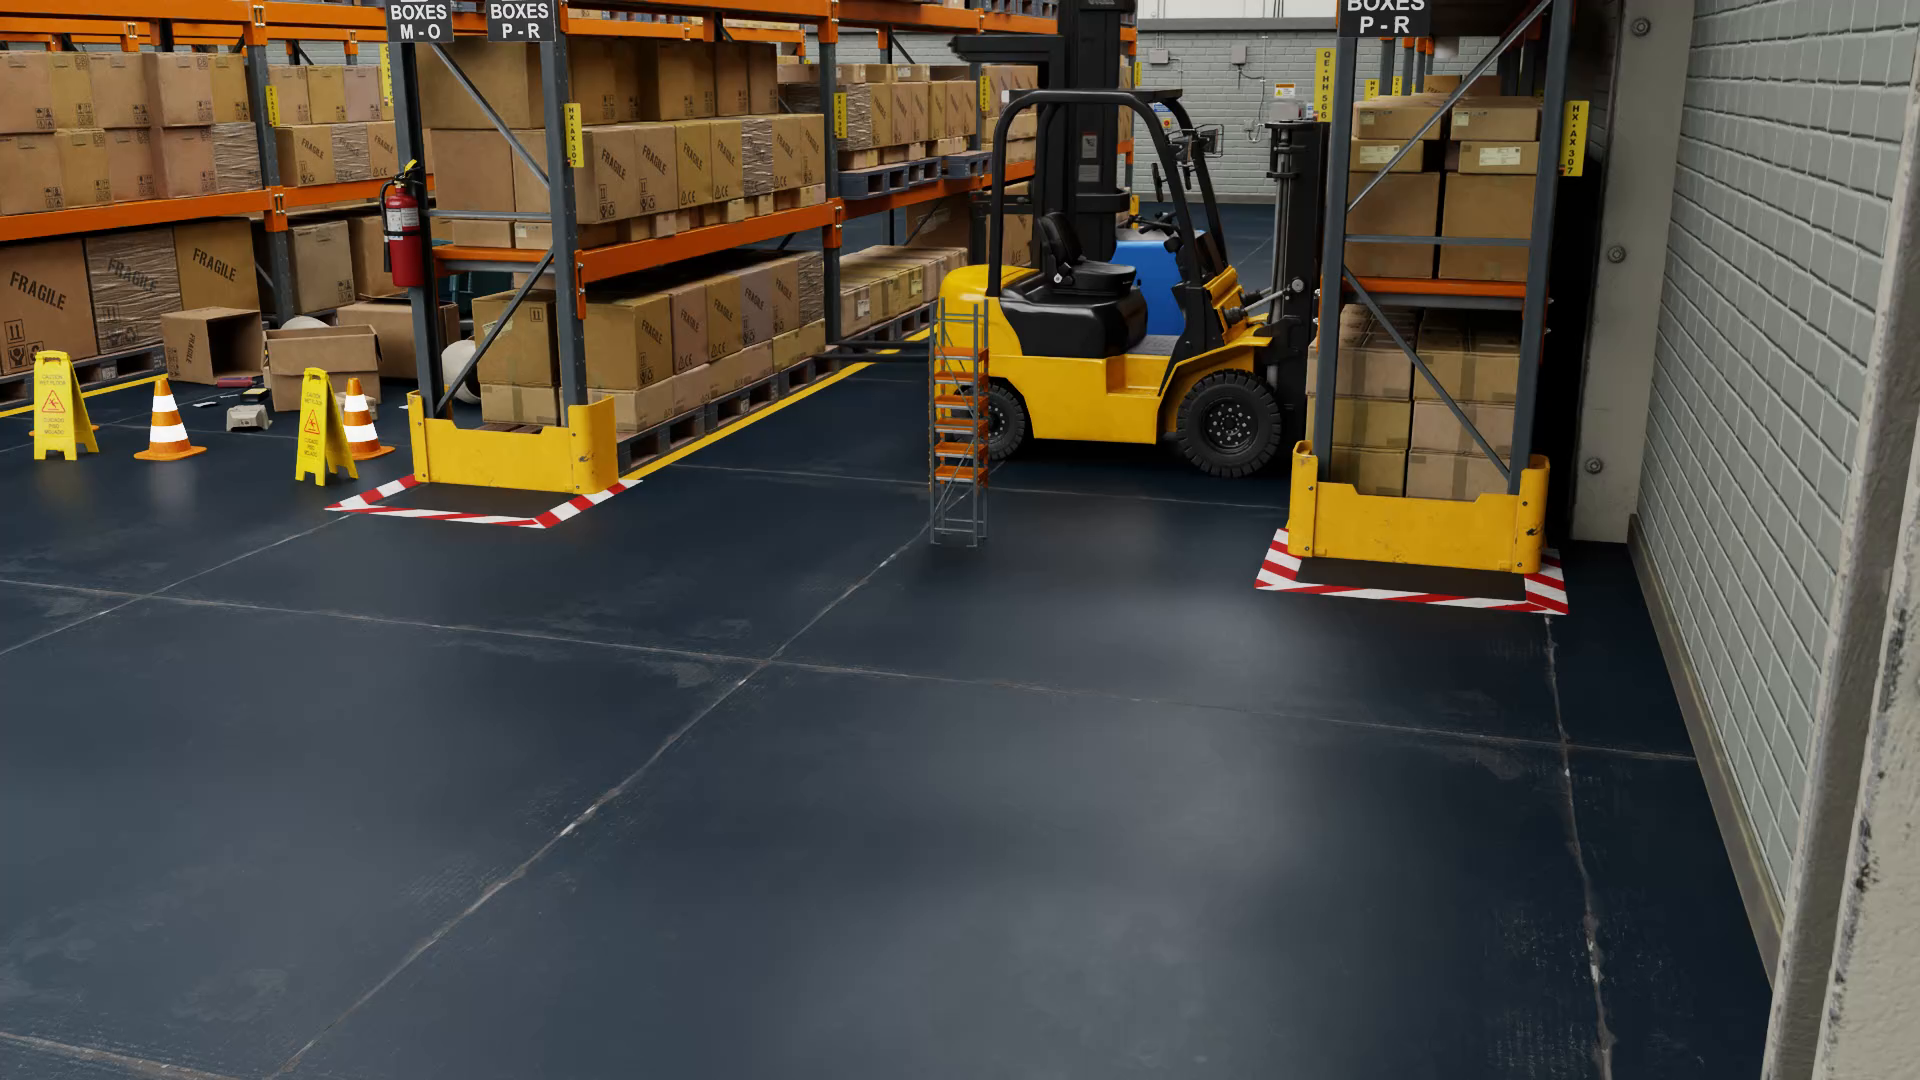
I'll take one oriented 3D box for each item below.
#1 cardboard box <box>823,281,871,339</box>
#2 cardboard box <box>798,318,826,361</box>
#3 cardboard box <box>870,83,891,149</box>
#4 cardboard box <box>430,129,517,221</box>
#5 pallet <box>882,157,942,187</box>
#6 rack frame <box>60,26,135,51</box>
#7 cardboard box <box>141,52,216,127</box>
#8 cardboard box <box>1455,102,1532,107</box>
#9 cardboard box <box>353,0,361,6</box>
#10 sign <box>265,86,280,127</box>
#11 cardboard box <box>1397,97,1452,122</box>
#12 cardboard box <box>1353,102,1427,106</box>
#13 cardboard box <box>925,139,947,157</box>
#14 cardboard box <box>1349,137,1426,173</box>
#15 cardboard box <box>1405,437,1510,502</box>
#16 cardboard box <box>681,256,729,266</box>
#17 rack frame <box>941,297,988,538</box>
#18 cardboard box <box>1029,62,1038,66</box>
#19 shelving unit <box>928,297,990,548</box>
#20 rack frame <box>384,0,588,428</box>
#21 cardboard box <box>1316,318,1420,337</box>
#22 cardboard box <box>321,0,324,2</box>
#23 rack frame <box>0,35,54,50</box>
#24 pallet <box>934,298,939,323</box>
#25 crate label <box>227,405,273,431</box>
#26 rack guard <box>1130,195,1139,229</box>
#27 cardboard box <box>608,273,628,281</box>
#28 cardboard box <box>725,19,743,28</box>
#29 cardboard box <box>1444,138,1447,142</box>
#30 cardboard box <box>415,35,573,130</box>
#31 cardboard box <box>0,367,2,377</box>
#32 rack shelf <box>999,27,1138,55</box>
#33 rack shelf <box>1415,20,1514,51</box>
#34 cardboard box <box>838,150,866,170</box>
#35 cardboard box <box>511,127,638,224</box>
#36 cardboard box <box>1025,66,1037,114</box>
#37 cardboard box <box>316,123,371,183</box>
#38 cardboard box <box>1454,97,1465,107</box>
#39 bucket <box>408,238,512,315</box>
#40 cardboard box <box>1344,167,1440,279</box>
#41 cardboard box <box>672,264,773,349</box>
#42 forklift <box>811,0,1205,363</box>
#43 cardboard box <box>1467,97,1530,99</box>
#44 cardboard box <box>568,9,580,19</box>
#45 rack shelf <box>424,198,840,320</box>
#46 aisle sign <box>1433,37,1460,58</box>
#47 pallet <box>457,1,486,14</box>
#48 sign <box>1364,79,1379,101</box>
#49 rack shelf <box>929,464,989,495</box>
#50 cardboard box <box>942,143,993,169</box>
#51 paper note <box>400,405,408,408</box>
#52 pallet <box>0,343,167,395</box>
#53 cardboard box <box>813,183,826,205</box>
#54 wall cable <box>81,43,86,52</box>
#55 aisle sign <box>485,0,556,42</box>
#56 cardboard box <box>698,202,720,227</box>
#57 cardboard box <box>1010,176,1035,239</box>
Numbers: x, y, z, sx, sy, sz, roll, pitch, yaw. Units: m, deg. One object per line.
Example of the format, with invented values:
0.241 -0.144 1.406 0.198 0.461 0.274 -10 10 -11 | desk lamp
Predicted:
-1.277 -1.882 13.515 0.950 0.372 0.625 5 17 17 | cardboard box
-1.334 -1.511 12.428 0.500 0.250 0.500 5 17 18 | cardboard box
-0.873 -3.432 13.434 0.500 0.500 0.500 5 16 16 | cardboard box
-2.670 -2.115 9.561 0.500 0.500 0.500 4 16 15 | cardboard box
-0.810 -3.240 14.608 1.003 0.211 1.213 5 16 16 | pallet
-9.788 -4.622 19.128 1.000 3.000 0.127 5 16 16 | rack frame
-6.381 -3.509 12.951 0.875 0.550 0.550 5 16 16 | cardboard box
2.804 -2.222 8.748 0.380 0.149 0.250 5 17 18 | cardboard box
-8.486 -7.619 23.062 0.700 0.500 0.500 4 16 13 | cardboard box
-5.665 -3.576 13.710 0.100 0.325 0.005 5 16 16 | sign
2.910 -2.723 10.516 0.380 0.149 0.250 4 16 15 | cardboard box
2.298 -2.264 8.896 0.380 0.149 0.250 5 17 17 | cardboard box
-0.334 -3.547 15.029 0.380 0.149 0.250 5 17 17 | cardboard box
2.030 -1.849 7.980 0.380 0.149 0.250 5 17 17 | cardboard box
2.527 -0.369 8.403 0.500 0.250 0.500 5 16 16 | cardboard box
-1.991 -1.773 11.977 0.500 0.500 0.500 5 17 18 | cardboard box
0.022 -0.597 8.237 0.240 1.200 0.006 5 16 16 | rack frame
0.812 -5.907 20.454 0.380 0.149 0.250 5 17 17 | cardboard box
-0.004 -0.573 8.152 0.258 1.200 0.189 5 16 16 | shelving unit
-2.560 -1.761 9.039 1.000 3.000 0.127 5 16 16 | rack frame
2.171 -1.016 8.850 0.500 0.250 0.500 5 17 17 | cardboard box
-8.806 -7.209 21.799 0.700 0.500 0.500 5 17 17 | cardboard box
-13.400 -6.053 24.172 1.000 3.000 0.127 5 16 16 | rack frame
-0.510 -2.308 16.079 1.003 0.211 1.213 5 16 16 | pallet
-4.672 -0.804 10.911 0.250 0.136 0.298 -4 16 -13 | crate label
1.994 -4.750 24.161 1.175 0.500 0.348 5 16 16 | rack guard
-2.391 -1.778 10.807 0.380 0.149 0.250 5 17 18 | cardboard box
-3.239 -6.996 22.274 0.500 0.250 0.500 5 17 18 | cardboard box
3.231 -2.740 11.850 0.500 0.250 0.500 4 16 15 | cardboard box
-2.624 -2.583 9.380 0.700 0.500 0.500 4 16 15 | cardboard box
-7.205 -1.480 11.176 0.875 0.875 0.875 5 17 16 | cardboard box
1.419 -6.520 21.642 1.077 0.370 4.000 5 16 16 | rack shelf
5.042 -5.090 16.598 1.077 0.370 4.000 5 16 16 | rack shelf
-0.963 -3.008 13.129 0.380 0.149 0.250 5 17 17 | cardboard box
-2.159 -2.054 9.346 0.500 0.500 0.500 4 16 15 | cardboard box
0.528 -4.889 18.054 0.500 0.500 0.500 5 17 17 | cardboard box
-5.648 -3.461 14.853 0.500 0.500 0.500 5 17 16 | cardboard box
4.770 -3.842 15.426 0.500 0.500 0.500 5 17 18 | cardboard box
-4.026 -2.107 13.472 0.726 0.611 0.620 11 9 35 | bucket
2.088 -1.574 8.198 0.500 0.500 0.500 4 16 15 | cardboard box
-1.621 -1.605 11.385 0.500 0.500 0.500 6 17 19 | cardboard box
0.404 -2.650 12.302 3.031 2.935 1.130 0 16 -2 | forklift
3.362 -2.687 10.388 0.380 0.149 0.250 4 16 15 | cardboard box
-4.509 -5.962 18.173 0.500 0.500 0.500 5 16 16 | cardboard box
-1.992 -1.938 10.982 1.077 0.370 4.000 5 16 16 | rack shelf
6.485 -6.854 22.232 0.394 0.787 0.004 5 16 16 | aisle sign
-5.193 -5.391 16.687 1.213 0.211 1.003 5 17 18 | pallet
2.814 -2.982 11.367 0.100 0.325 0.005 5 16 16 | sign
-0.004 -0.300 8.230 0.258 0.103 0.180 5 16 16 | rack shelf
0.094 -3.890 16.822 0.500 0.250 0.500 4 16 15 | cardboard box
-3.815 -0.939 11.605 0.148 0.019 0.142 11 19 35 | paper note
-6.834 -1.310 12.561 1.003 0.211 1.213 5 16 16 | pallet
-1.222 -2.578 12.383 0.380 0.149 0.250 4 16 15 | cardboard box
-19.812 -10.712 35.294 3.097 2.526 0.112 5 16 16 | wall cable
-2.280 -2.971 8.543 0.394 0.787 0.004 5 16 16 | aisle sign
-1.775 -2.116 10.754 0.380 0.149 0.250 4 16 14 | cardboard box
0.501 -3.675 18.912 0.875 0.875 0.875 5 17 17 | cardboard box
